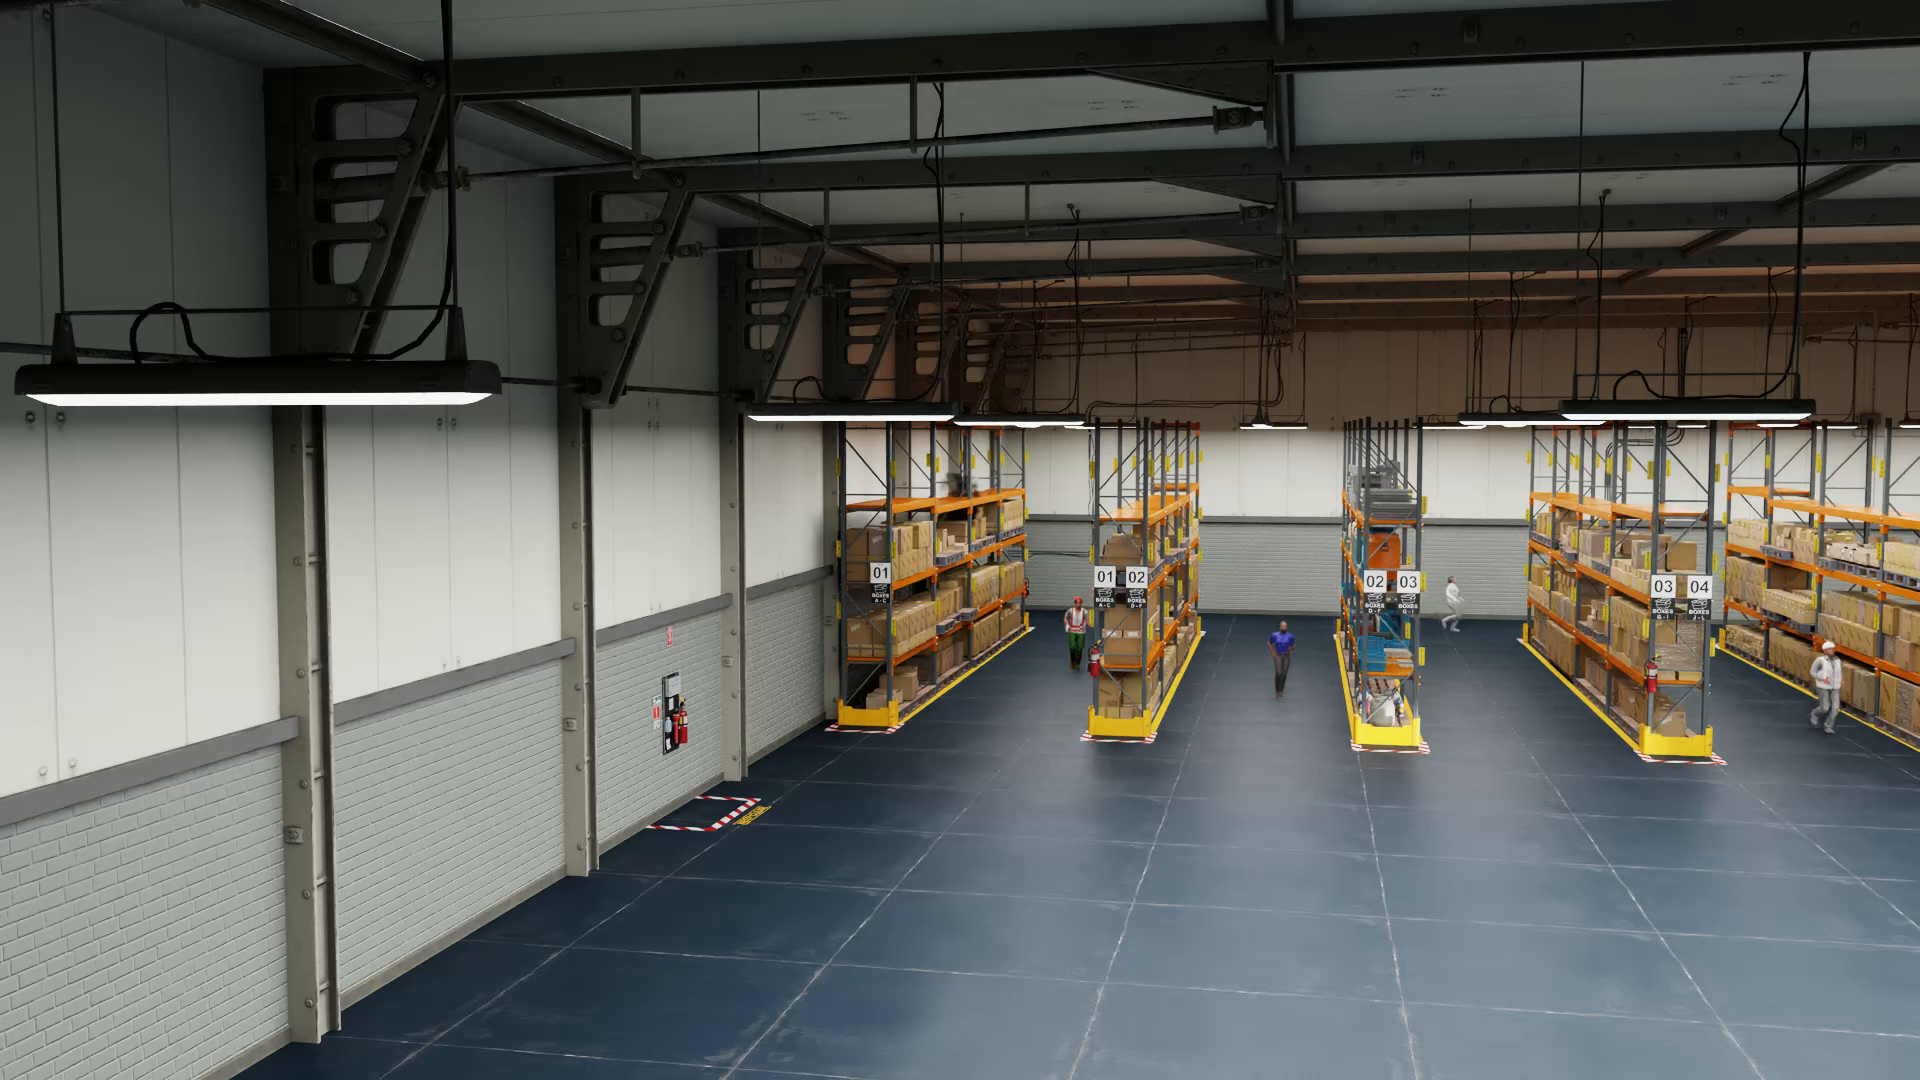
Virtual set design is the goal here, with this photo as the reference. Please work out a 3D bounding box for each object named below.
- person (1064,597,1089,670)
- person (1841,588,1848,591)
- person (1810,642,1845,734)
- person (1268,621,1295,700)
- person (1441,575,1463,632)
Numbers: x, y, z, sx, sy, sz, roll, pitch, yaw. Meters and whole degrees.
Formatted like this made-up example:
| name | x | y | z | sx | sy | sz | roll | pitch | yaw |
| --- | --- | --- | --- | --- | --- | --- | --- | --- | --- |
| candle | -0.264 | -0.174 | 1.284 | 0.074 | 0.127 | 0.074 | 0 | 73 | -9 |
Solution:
| name | x | y | z | sx | sy | sz | roll | pitch | yaw |
| --- | --- | --- | --- | --- | --- | --- | --- | --- | --- |
| person | 2.812 | 2.245 | 39.916 | 0.632 | 1.768 | 0.670 | 0 | 4 | 4 |
| person | 22.191 | 2.097 | 41.729 | 0.704 | 1.761 | 1.049 | 0 | 4 | 4 |
| person | 16.545 | 2.770 | 31.707 | 0.660 | 1.675 | 0.658 | 0 | 4 | -2 |
| person | 6.926 | 2.598 | 35.750 | 0.552 | 1.690 | 0.720 | 0 | 4 | -1 |
| person | 14.138 | 1.800 | 47.748 | 0.575 | 1.645 | 0.615 | 2 | 4 | 25 |
